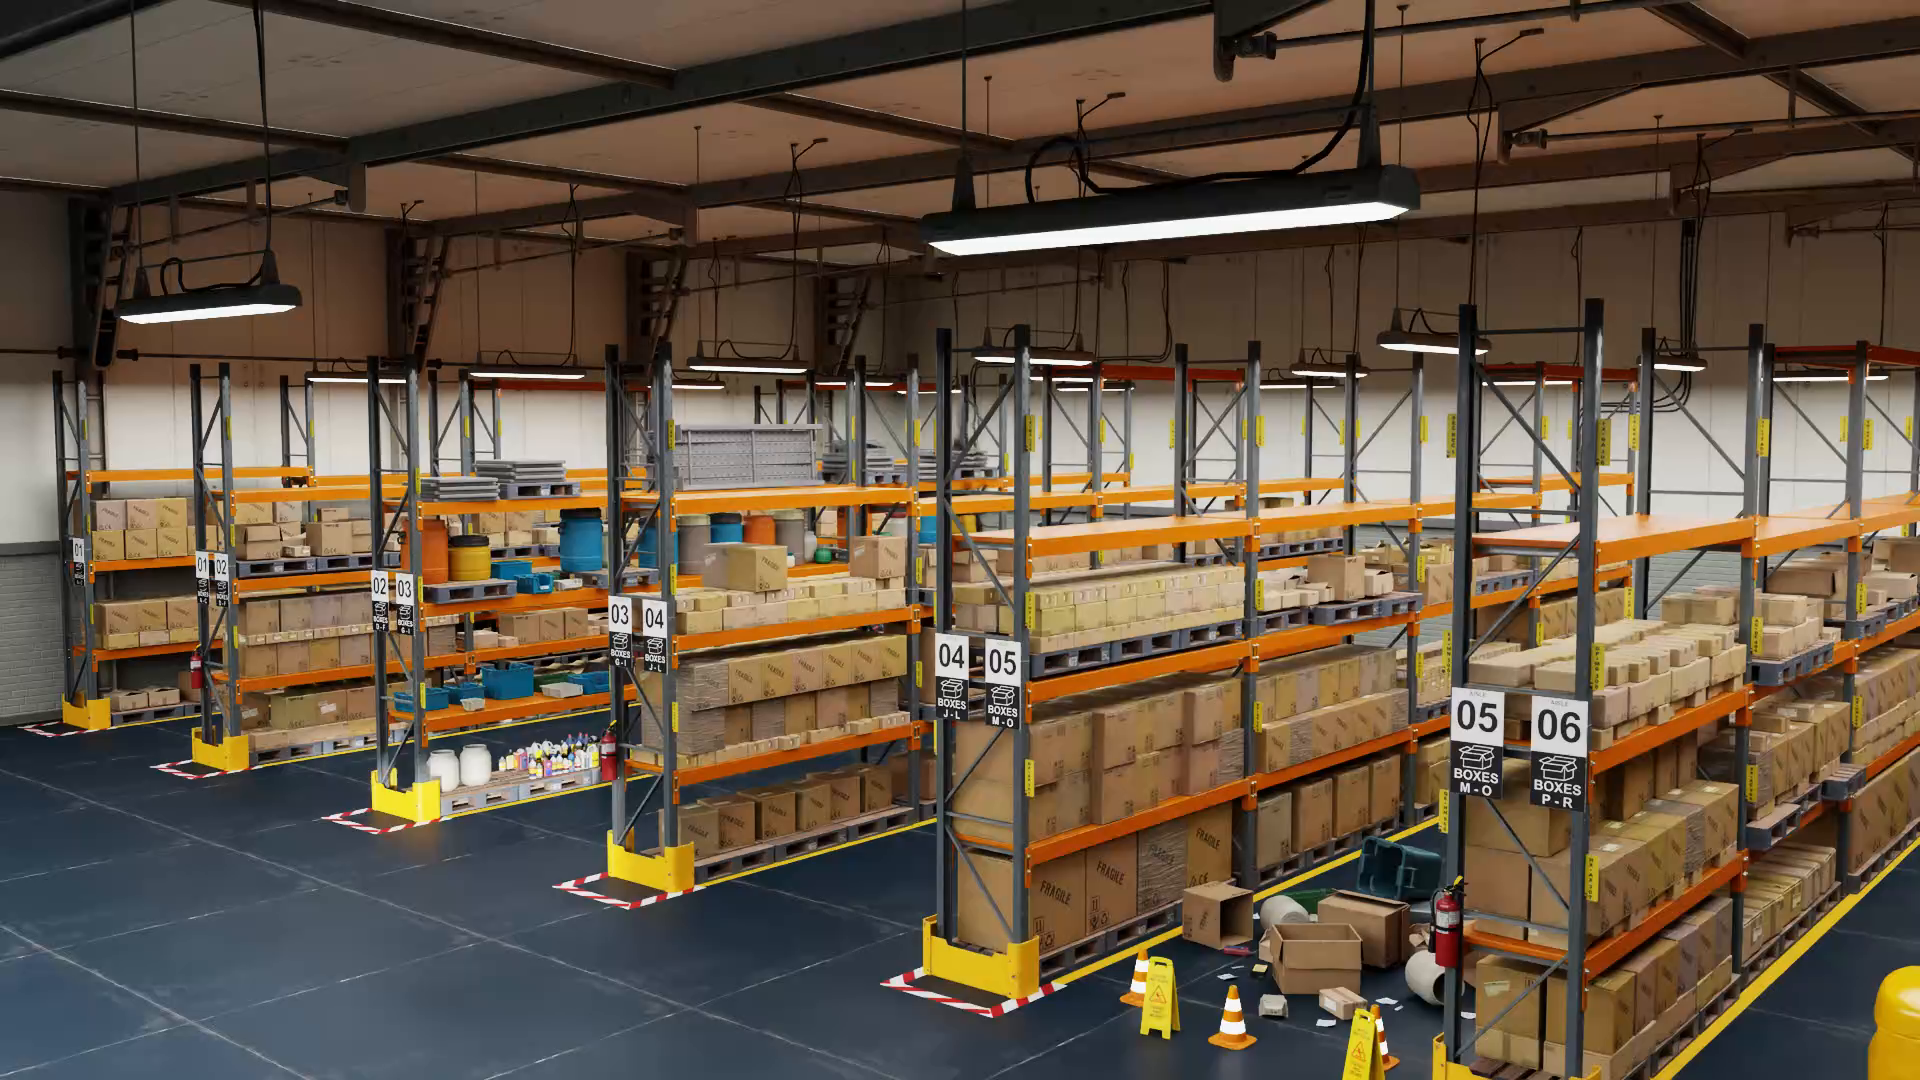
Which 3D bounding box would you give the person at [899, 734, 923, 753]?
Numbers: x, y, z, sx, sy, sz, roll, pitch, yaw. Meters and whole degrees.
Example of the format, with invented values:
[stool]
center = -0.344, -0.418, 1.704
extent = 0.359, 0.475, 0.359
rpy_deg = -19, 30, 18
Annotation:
[person]
center = -0.782, 2.484, 25.788
extent = 0.607, 1.708, 0.845
rpy_deg = 3, 5, 35
